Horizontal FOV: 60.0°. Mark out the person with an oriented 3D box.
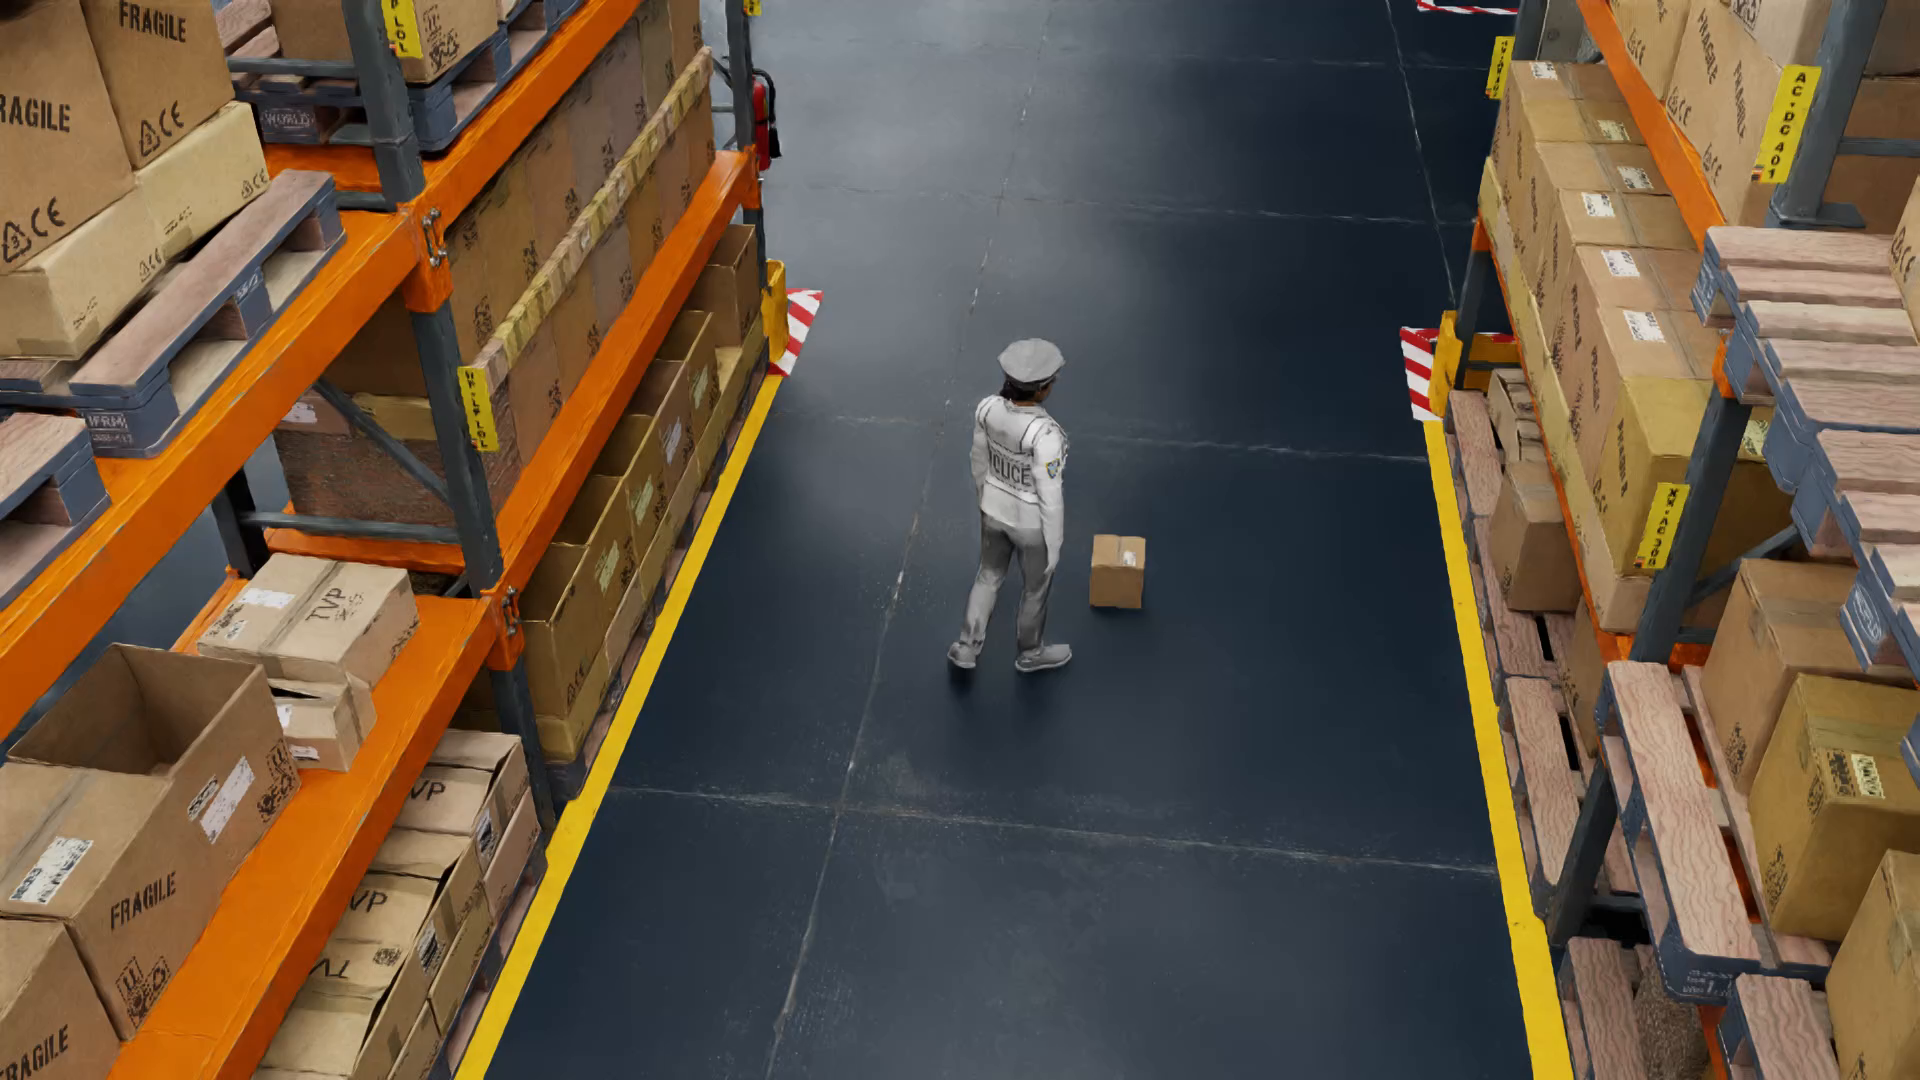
[{"bbox_3d":[0.241,-0.084,7.139,0.537,1.667,0.530,29,45,33],"label":"person"}]
